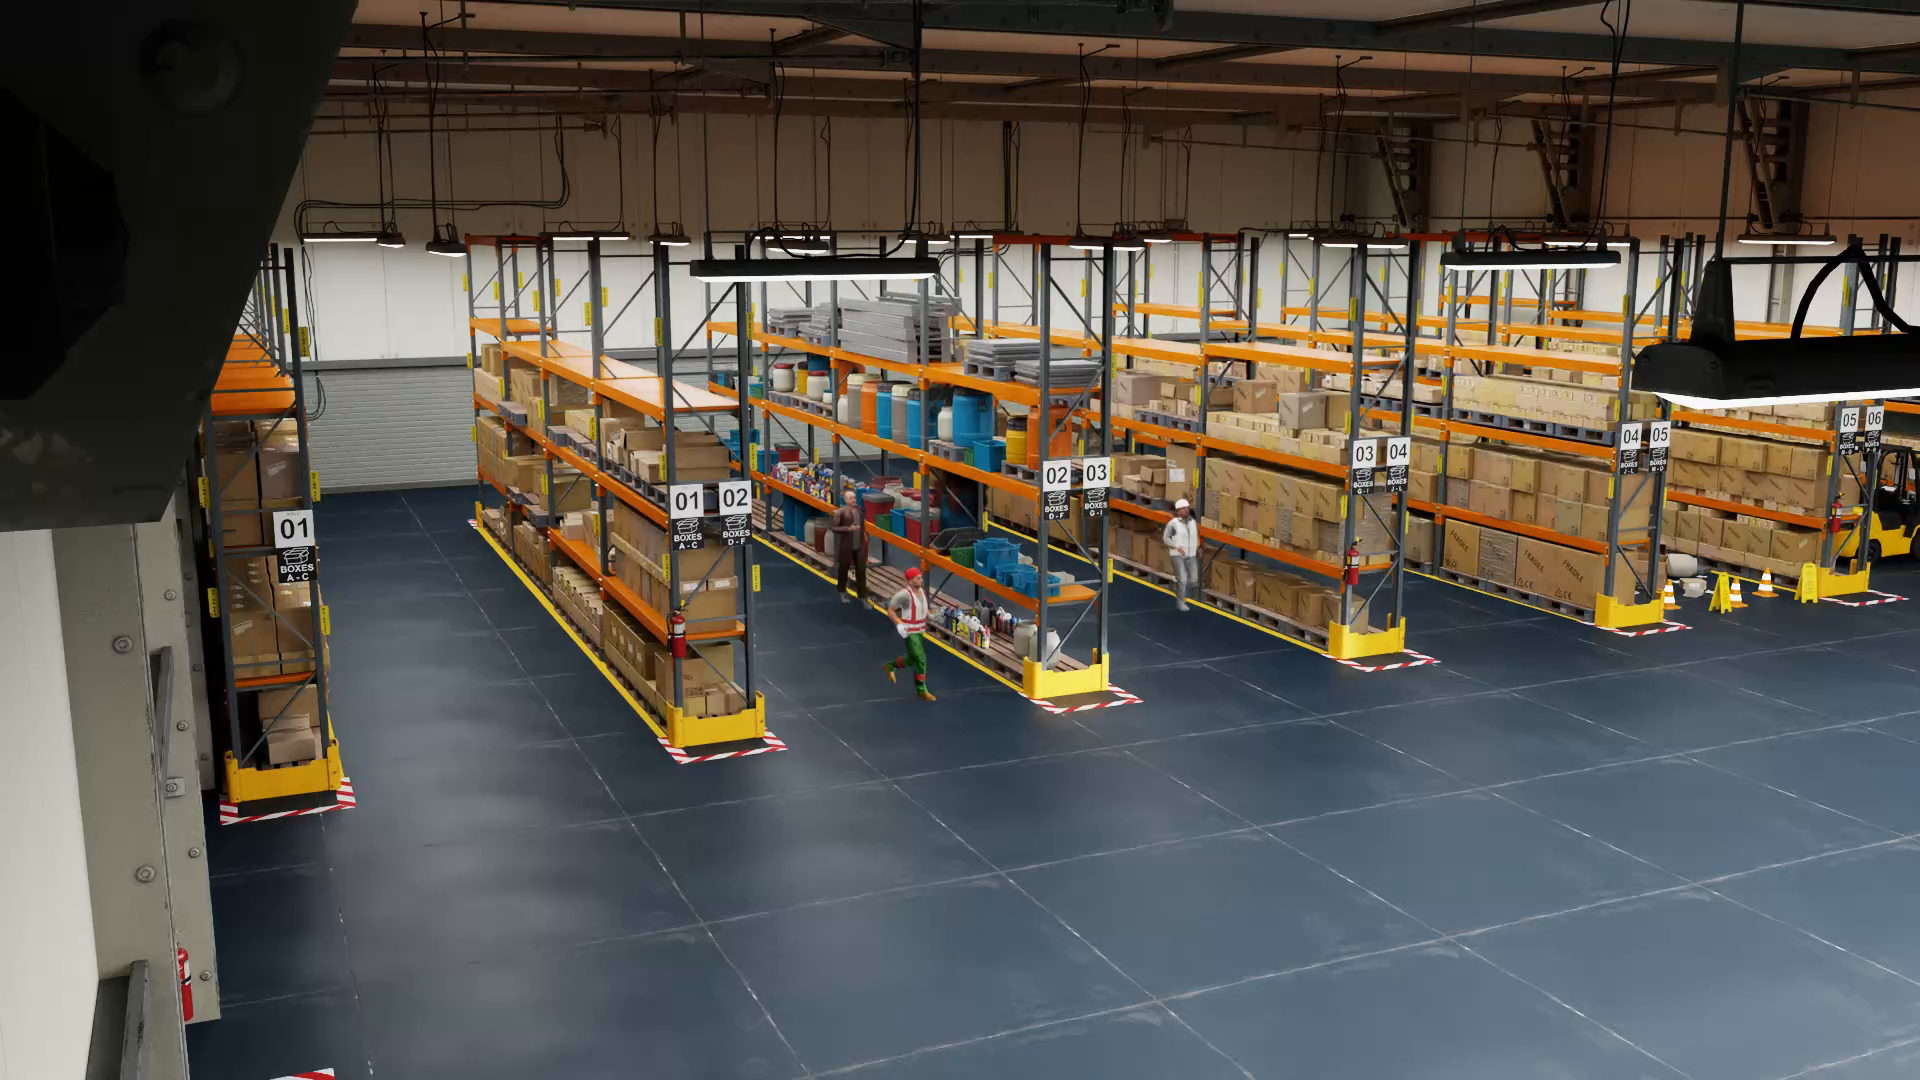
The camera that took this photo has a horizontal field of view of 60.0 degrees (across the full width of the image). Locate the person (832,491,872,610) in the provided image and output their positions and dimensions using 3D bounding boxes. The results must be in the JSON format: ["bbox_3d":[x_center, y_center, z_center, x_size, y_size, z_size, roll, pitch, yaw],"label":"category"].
[{"bbox_3d":[-1.705,0.179,26.147,0.696,1.754,0.860,-6,13,-30],"label":"person"}]

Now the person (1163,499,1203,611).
[{"bbox_3d":[3.480,0.231,25.905,0.661,1.743,0.522,-5,12,-23],"label":"person"}]

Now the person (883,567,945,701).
[{"bbox_3d":[-0.698,1.215,22.065,0.908,1.766,0.636,7,13,33],"label":"person"}]
